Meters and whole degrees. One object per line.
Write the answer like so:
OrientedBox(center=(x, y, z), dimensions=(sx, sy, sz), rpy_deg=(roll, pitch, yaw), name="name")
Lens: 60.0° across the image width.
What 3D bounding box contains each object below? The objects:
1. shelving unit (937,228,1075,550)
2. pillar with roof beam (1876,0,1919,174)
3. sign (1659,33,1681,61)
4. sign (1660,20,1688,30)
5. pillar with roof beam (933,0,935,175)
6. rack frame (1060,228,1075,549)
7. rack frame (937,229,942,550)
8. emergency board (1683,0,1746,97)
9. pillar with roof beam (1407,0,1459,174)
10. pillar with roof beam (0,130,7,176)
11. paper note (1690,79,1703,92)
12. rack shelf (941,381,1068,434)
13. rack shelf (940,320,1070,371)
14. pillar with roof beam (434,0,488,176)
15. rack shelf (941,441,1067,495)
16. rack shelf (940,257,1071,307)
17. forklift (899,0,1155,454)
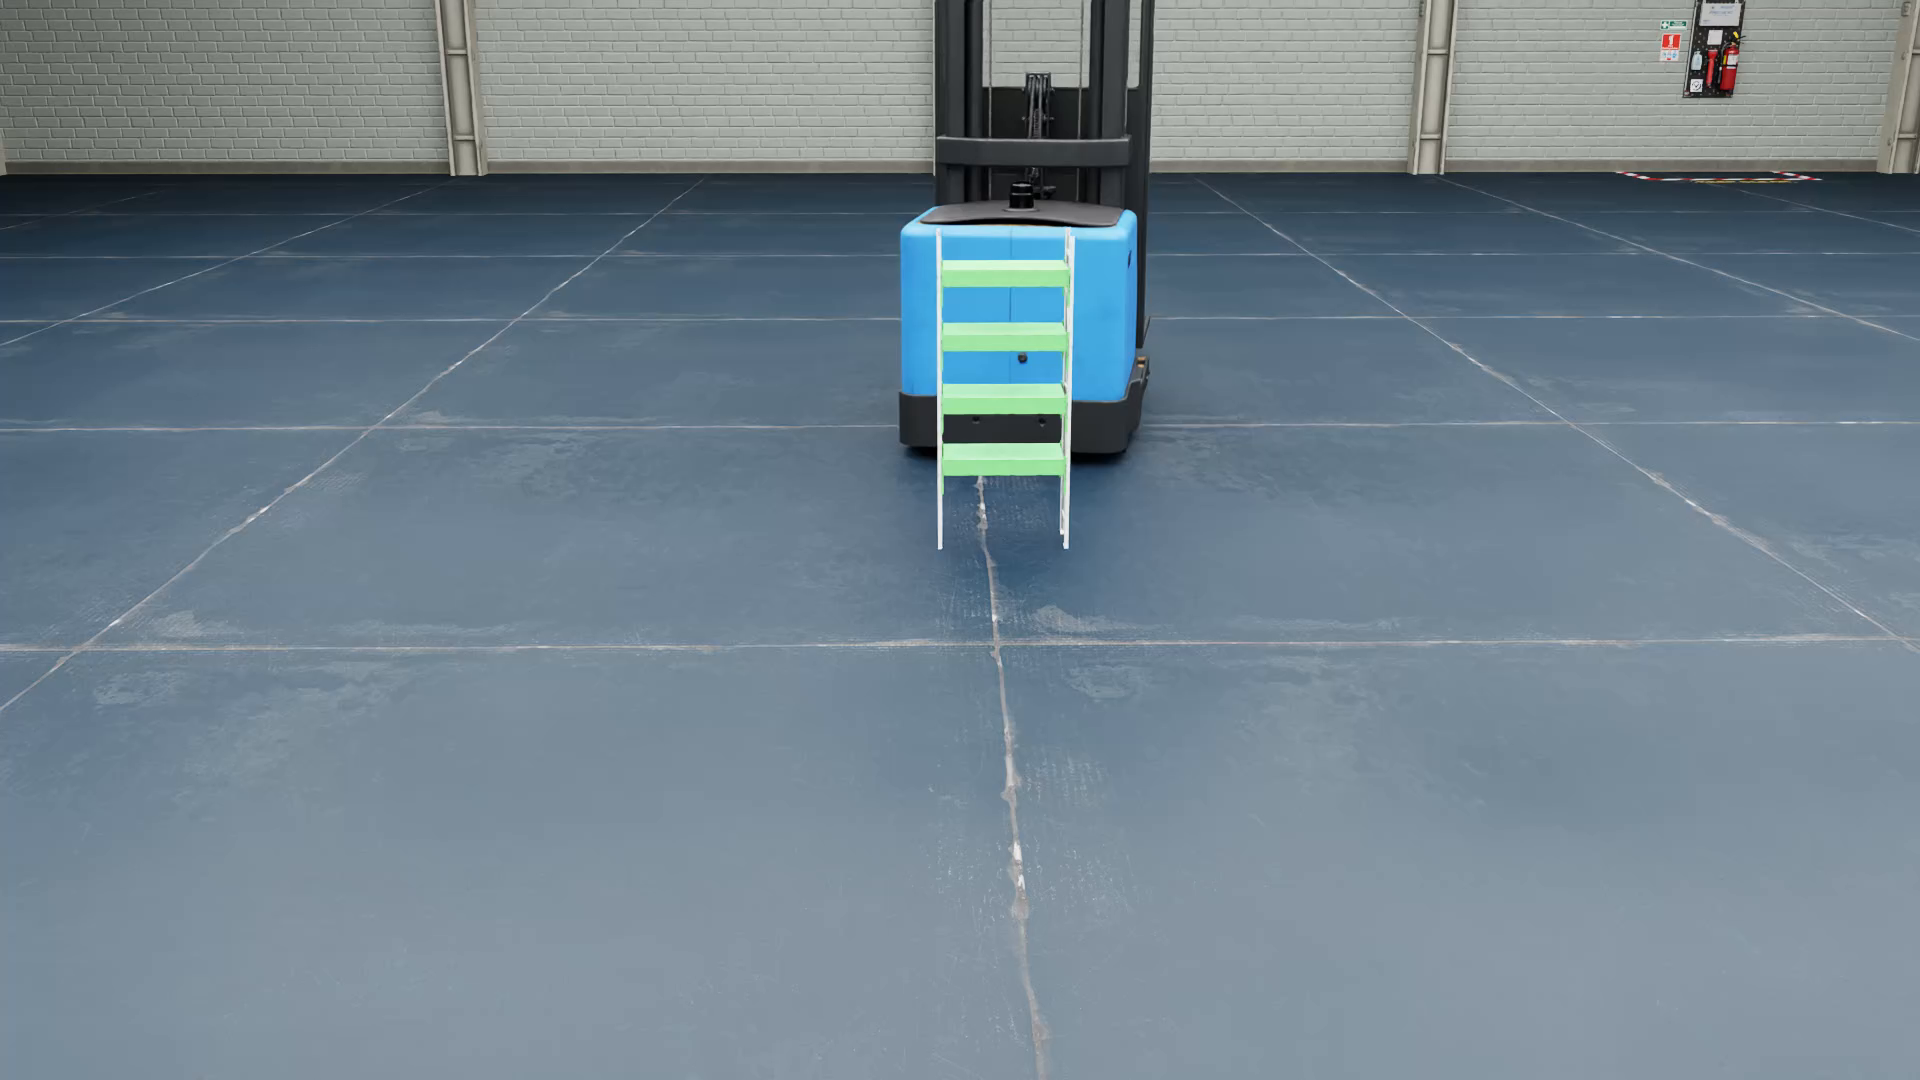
OrientedBox(center=(0.166, -0.572, 6.367), dimensions=(0.503, 1.200, 0.258), rpy_deg=(0, 18, -1), name="shelving unit")
OrientedBox(center=(11.933, -7.627, 15.592), dimensions=(0.400, 9.000, 9.100), rpy_deg=(0, 18, -1), name="pillar with roof beam")
OrientedBox(center=(8.839, -6.131, 20.691), dimensions=(0.234, 0.329, 0.001), rpy_deg=(0, 18, -1), name="sign")
OrientedBox(center=(8.844, -6.381, 20.601), dimensions=(0.331, 0.109, 0.001), rpy_deg=(0, 18, -1), name="sign")
OrientedBox(center=(-0.065, -7.569, 15.411), dimensions=(0.400, 9.000, 9.100), rpy_deg=(0, 18, -1), name="pillar with roof beam")
OrientedBox(center=(0.409, -0.573, 6.370), dimensions=(0.015, 1.200, 0.240), rpy_deg=(0, 18, -1), name="rack frame")
OrientedBox(center=(-0.078, -0.571, 6.363), dimensions=(0.015, 1.200, 0.240), rpy_deg=(0, 18, -1), name="rack frame")
OrientedBox(center=(9.394, -6.085, 20.606), dimensions=(0.643, 1.169, 0.194), rpy_deg=(0, 18, -1), name="emergency board")
OrientedBox(center=(5.934, -7.598, 15.502), dimensions=(0.400, 9.000, 9.100), rpy_deg=(0, 18, -1), name="pillar with roof beam")
OrientedBox(center=(-12.064, -7.511, 15.231), dimensions=(0.400, 9.000, 9.100), rpy_deg=(0, 18, -1), name="pillar with roof beam")
OrientedBox(center=(9.215, -5.686, 20.804), dimensions=(0.142, 0.148, 0.016), rpy_deg=(0, 18, -1), name="paper note")
OrientedBox(center=(0.166, -0.511, 6.386), dimensions=(0.480, 0.148, 0.258), rpy_deg=(0, 18, -1), name="rack shelf")
OrientedBox(center=(0.166, -0.740, 6.313), dimensions=(0.480, 0.148, 0.258), rpy_deg=(0, 18, -1), name="rack shelf")
OrientedBox(center=(-6.065, -7.540, 15.321), dimensions=(0.400, 9.000, 9.100), rpy_deg=(0, 18, -1), name="pillar with roof beam")
OrientedBox(center=(0.166, -0.283, 6.460), dimensions=(0.480, 0.148, 0.258), rpy_deg=(0, 18, -1), name="rack shelf")
OrientedBox(center=(0.166, -0.968, 6.240), dimensions=(0.480, 0.148, 0.258), rpy_deg=(0, 18, -1), name="rack shelf")
OrientedBox(center=(0.453, -2.195, 8.591), dimensions=(1.130, 2.935, 3.031), rpy_deg=(3, 18, 8), name="forklift")
